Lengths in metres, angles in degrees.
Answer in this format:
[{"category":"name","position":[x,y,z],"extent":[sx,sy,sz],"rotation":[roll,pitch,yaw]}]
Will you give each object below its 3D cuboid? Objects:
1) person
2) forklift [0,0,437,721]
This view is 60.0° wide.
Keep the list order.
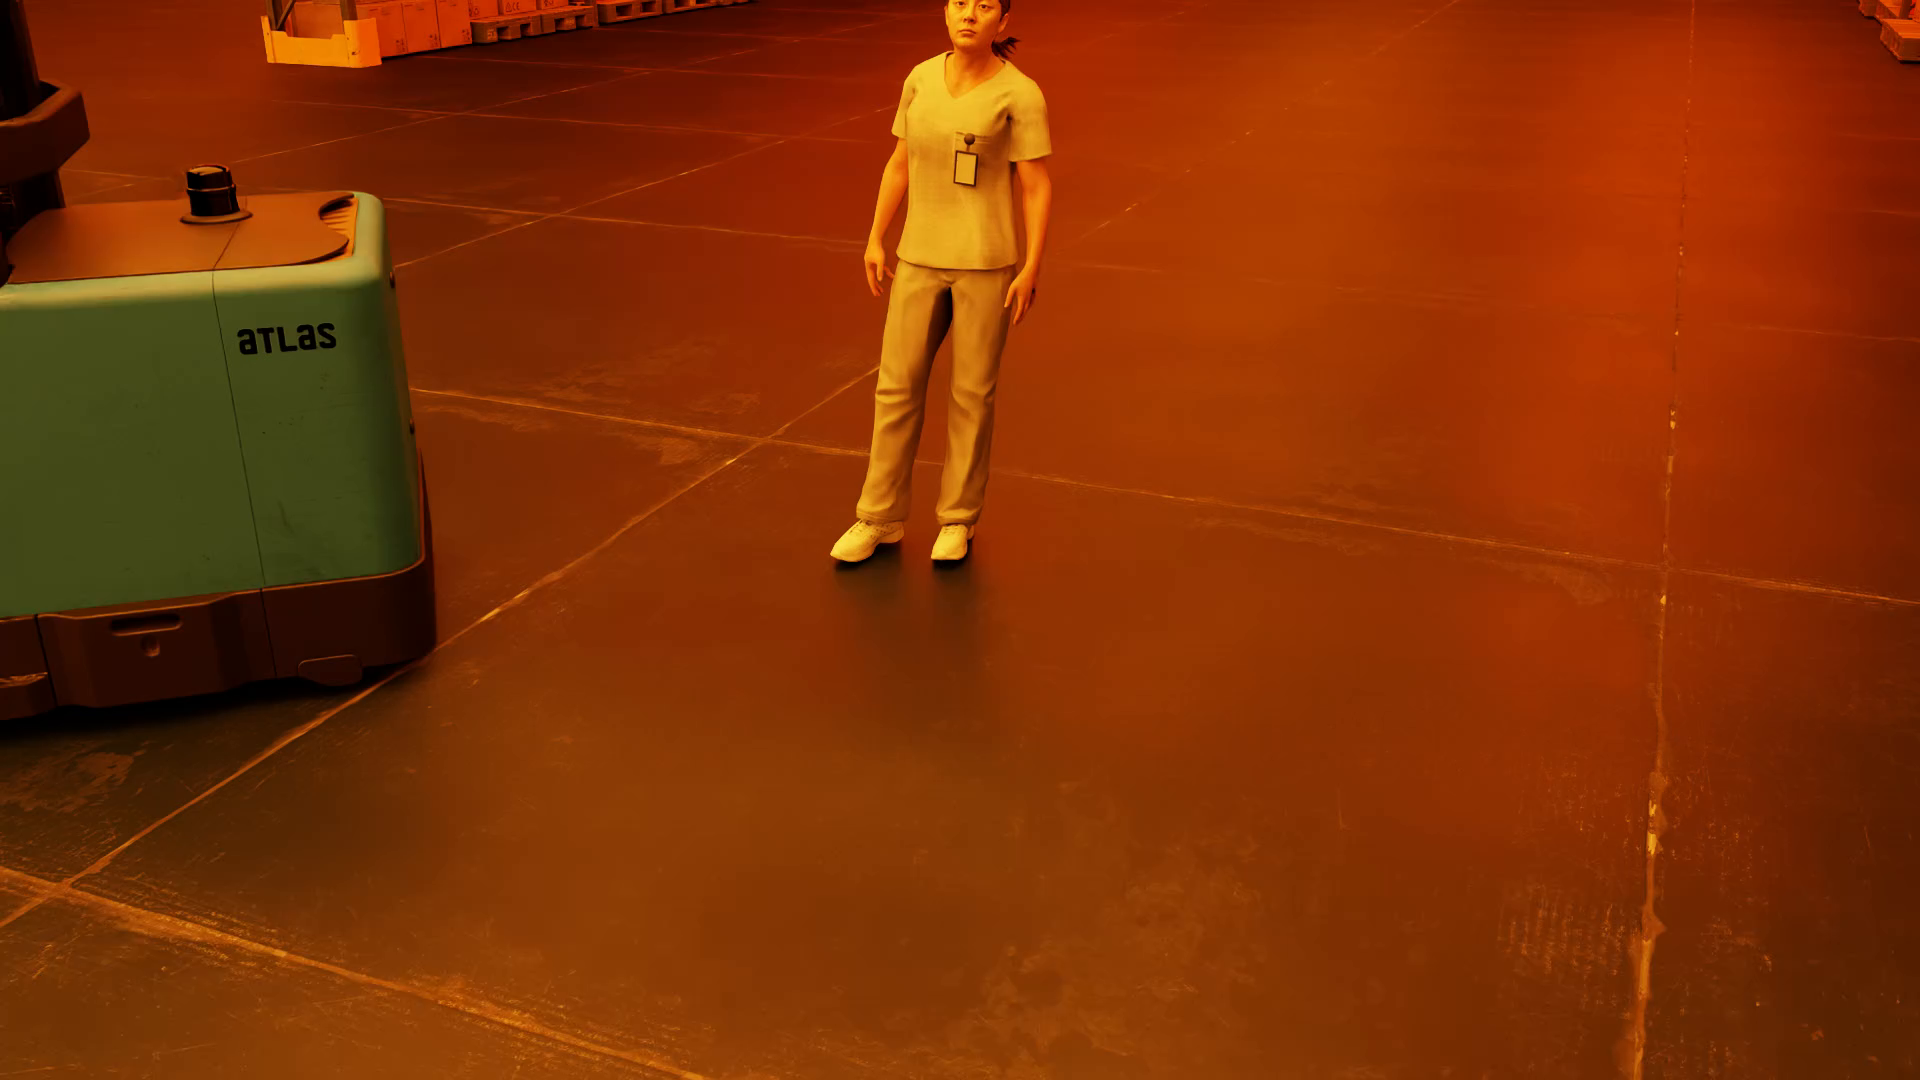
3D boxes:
[{"category":"person","position":[-0.018,-0.687,4.780],"extent":[0.518,1.362,0.395],"rotation":[9,24,21]},{"category":"forklift","position":[-2.919,-1.006,3.700],"extent":[3.031,2.935,1.130],"rotation":[-7,24,-16]}]
